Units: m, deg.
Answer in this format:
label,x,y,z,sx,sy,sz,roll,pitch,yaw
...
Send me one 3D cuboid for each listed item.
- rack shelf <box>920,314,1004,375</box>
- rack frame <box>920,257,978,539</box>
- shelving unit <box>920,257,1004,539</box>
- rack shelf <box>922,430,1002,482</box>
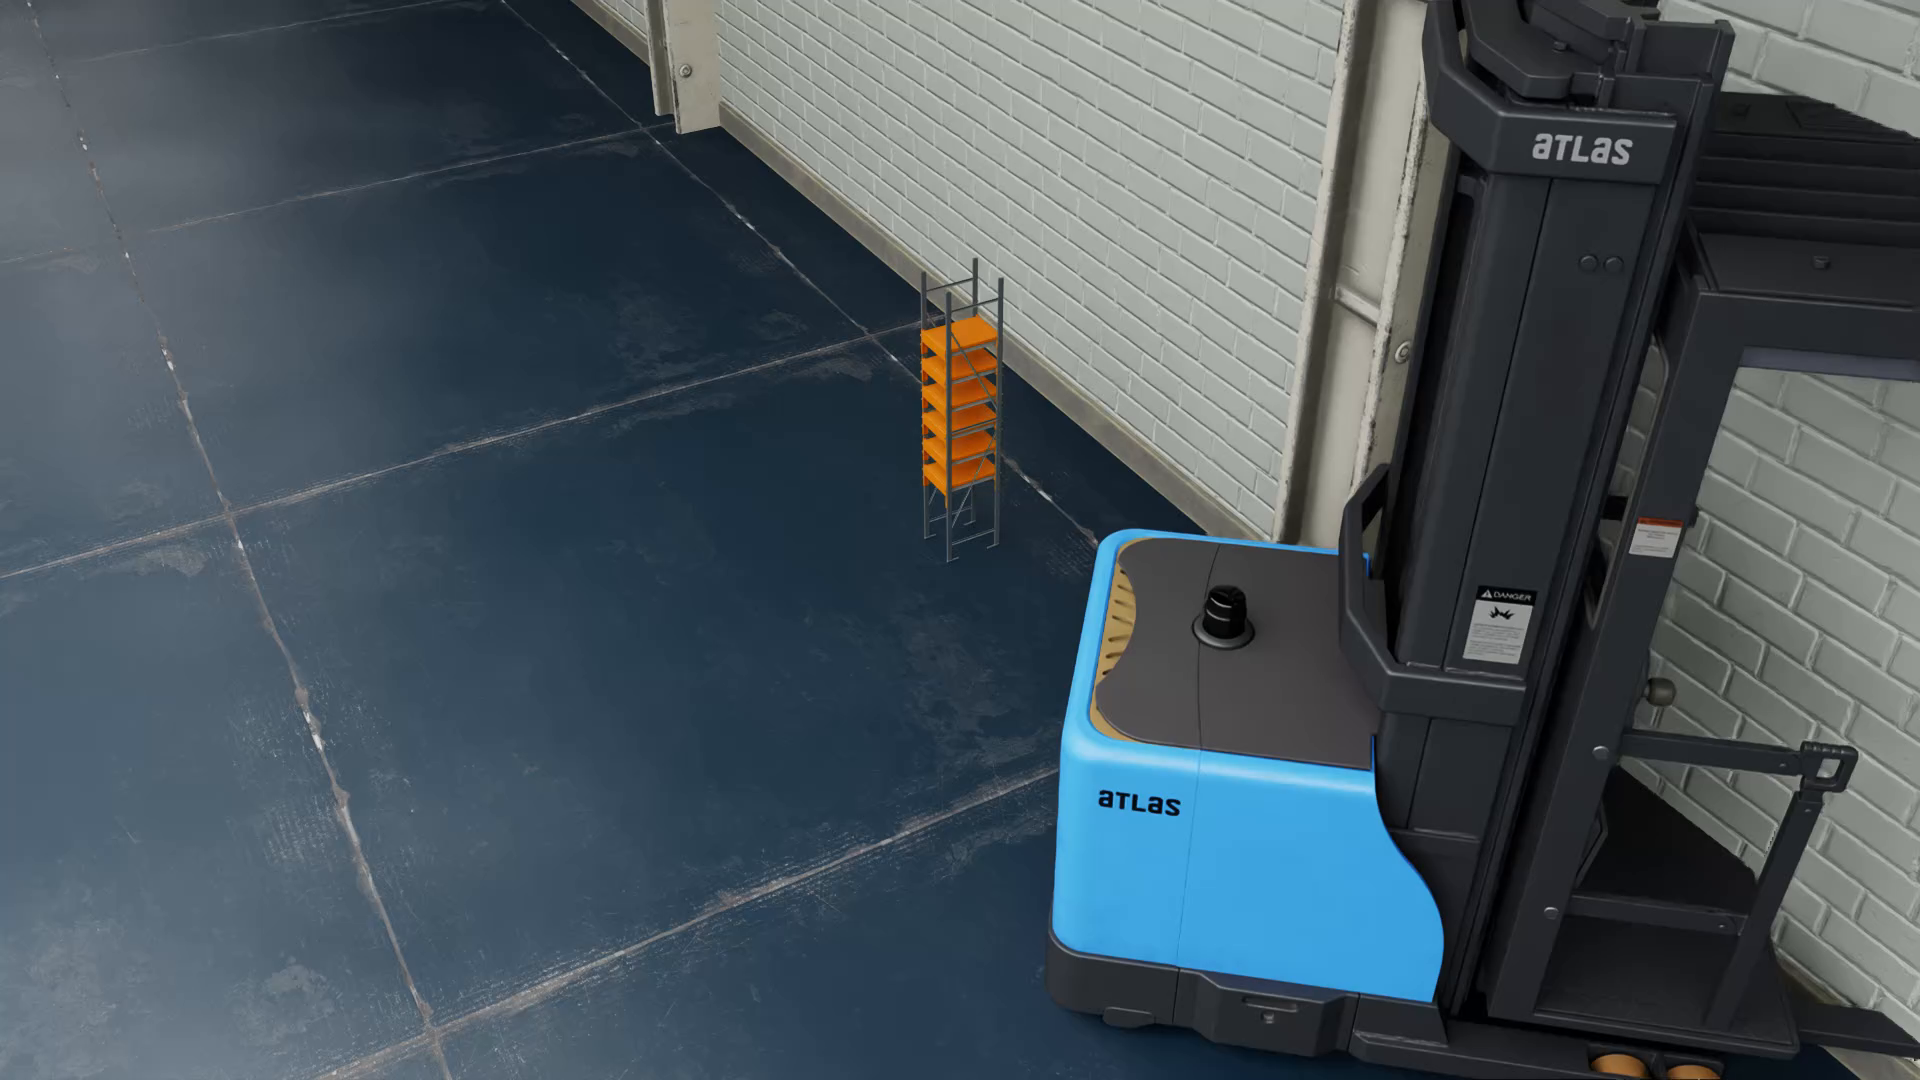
label,x,y,z,sx,sy,sz,roll,pitch,yaw
rack shelf,0.007,-0.732,6.200,0.258,0.103,0.180,-19,40,-24
rack frame,-0.039,-0.524,6.450,0.240,1.200,0.006,-19,40,-24
shelving unit,-7.825,-5.445,12.679,5.752,1.800,21.905,-19,40,-24
rack shelf,0.007,-0.344,6.483,0.258,0.103,0.180,-19,40,-24
